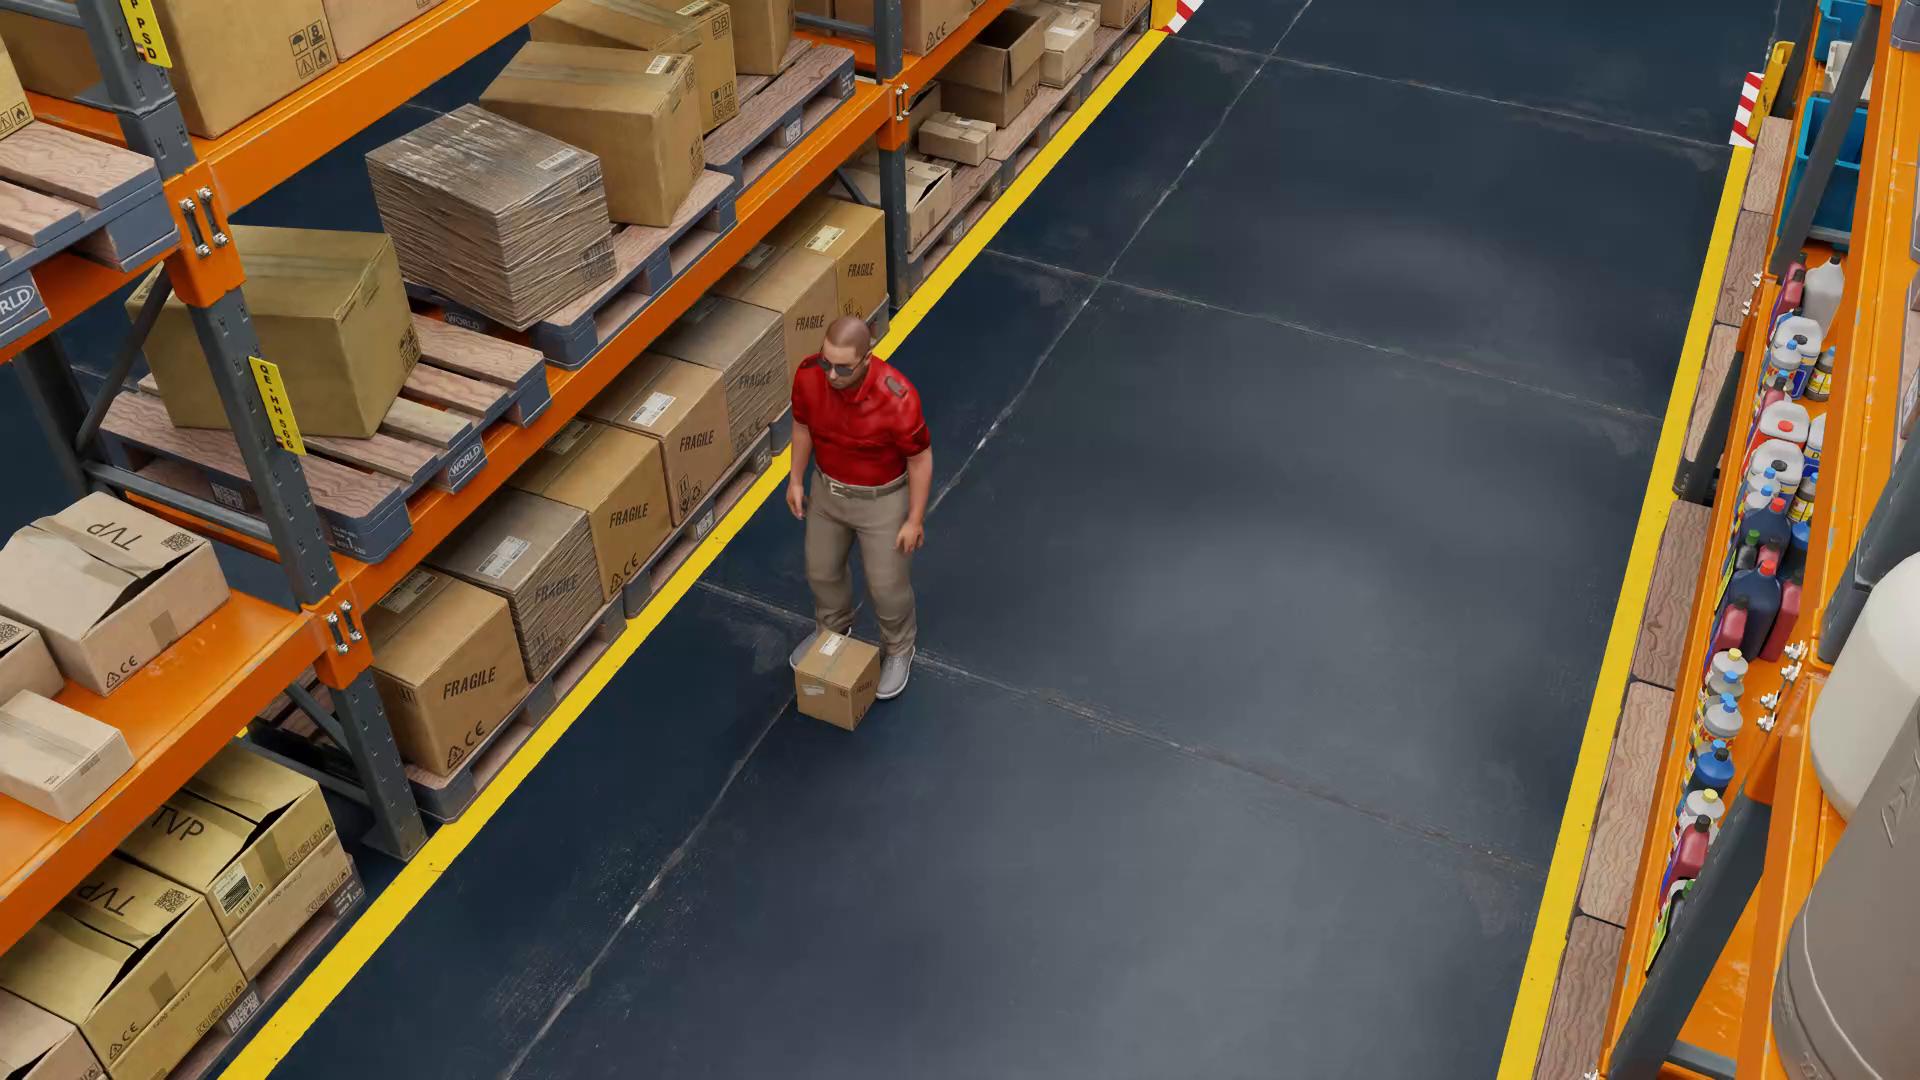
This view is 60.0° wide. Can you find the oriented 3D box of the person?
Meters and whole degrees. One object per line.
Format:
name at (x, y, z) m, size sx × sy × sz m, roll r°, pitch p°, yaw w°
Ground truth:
person at (-0.387, -0.146, 6.333) m, size 0.586 × 1.727 × 0.393 m, roll 18°, pitch 45°, yaw 19°
